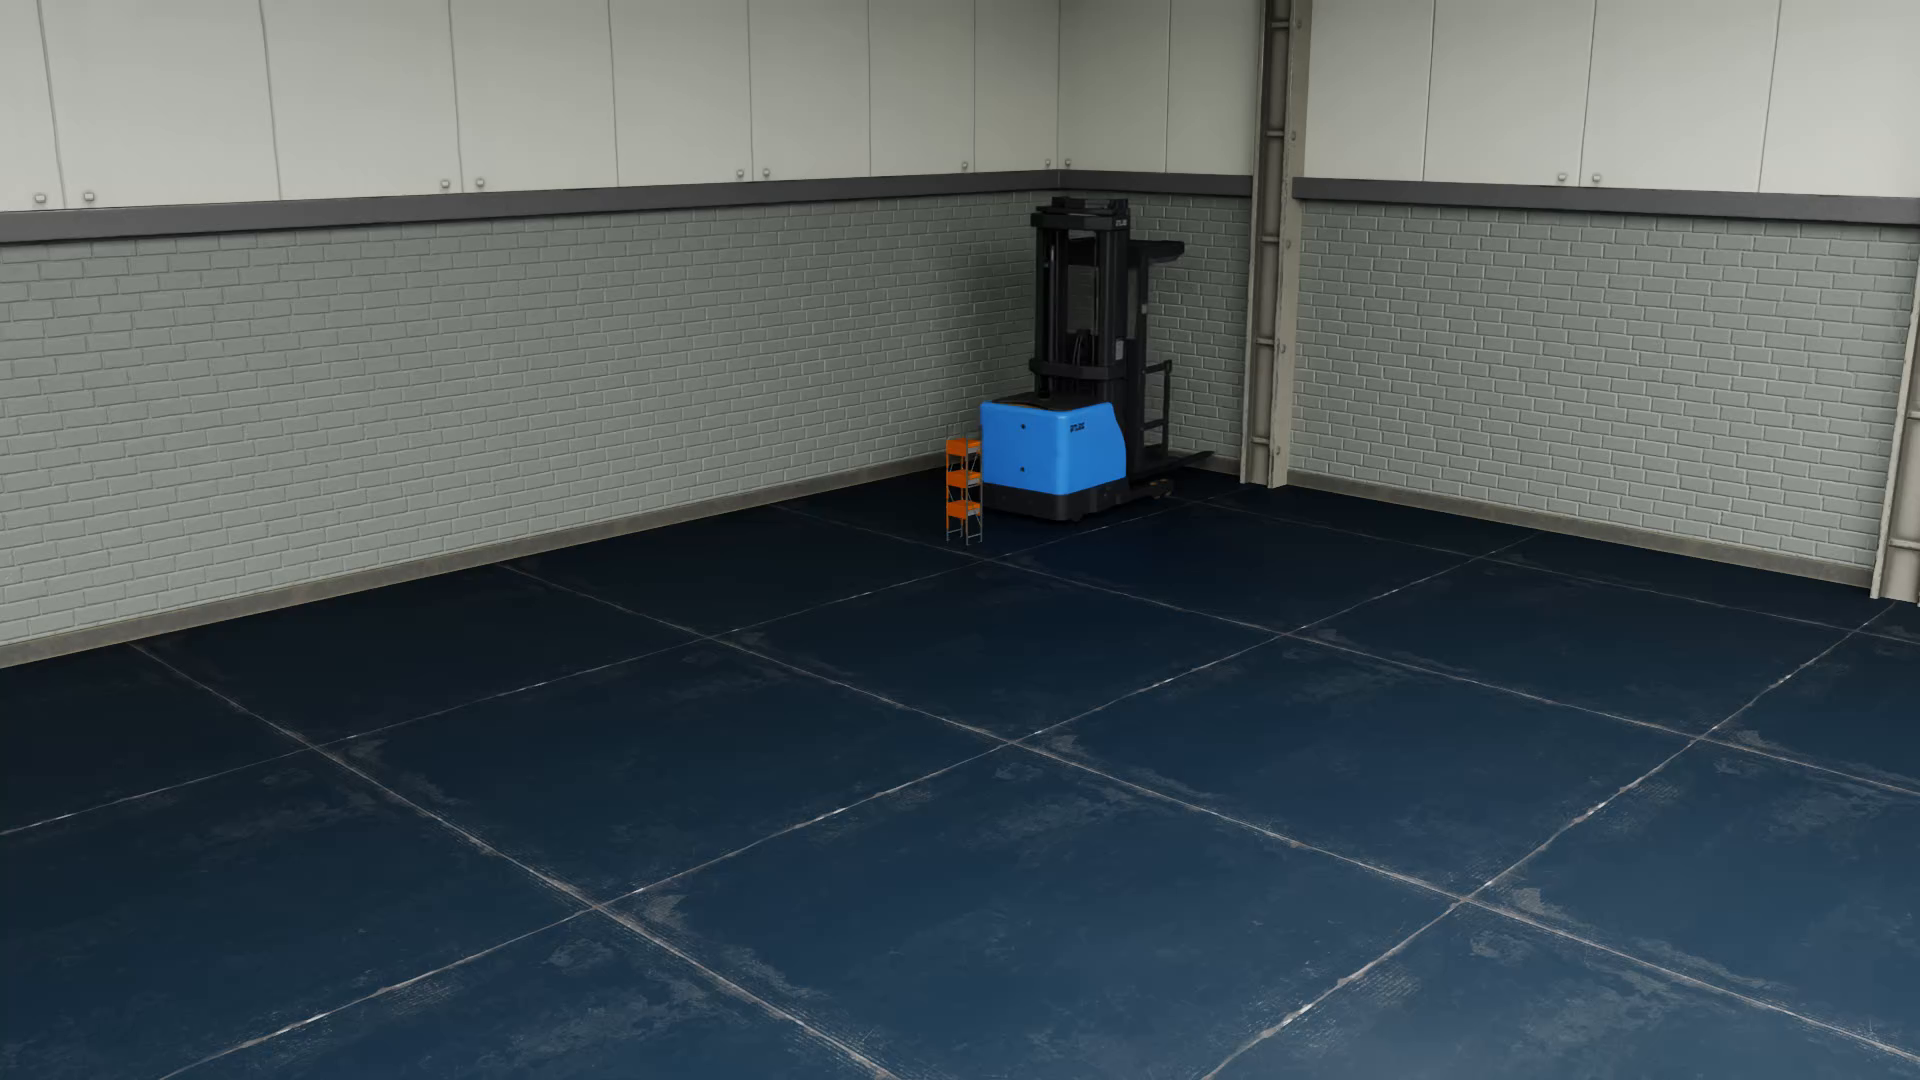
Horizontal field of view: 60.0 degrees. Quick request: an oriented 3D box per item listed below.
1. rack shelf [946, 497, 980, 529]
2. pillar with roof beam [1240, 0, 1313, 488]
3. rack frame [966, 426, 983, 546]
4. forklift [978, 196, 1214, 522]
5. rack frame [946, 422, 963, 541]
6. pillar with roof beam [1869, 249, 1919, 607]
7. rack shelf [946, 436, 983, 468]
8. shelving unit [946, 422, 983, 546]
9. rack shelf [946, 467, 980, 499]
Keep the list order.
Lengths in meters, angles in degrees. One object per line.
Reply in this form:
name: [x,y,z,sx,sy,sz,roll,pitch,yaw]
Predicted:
rack shelf: [0.039,-0.219,14.837,0.240,0.259,0.215,14,20,42]
pillar with roof beam: [0.152,-4.161,13.056,0.400,9.000,9.100,14,20,42]
rack frame: [0.126,-0.477,14.682,0.008,1.050,0.200,14,20,42]
forklift: [1.488,-1.895,16.391,1.130,2.935,3.031,12,19,38]
rack frame: [-0.049,-0.520,14.846,0.008,1.050,0.200,14,20,42]
pillar with roof beam: [4.472,-3.111,9.026,0.400,9.000,9.100,14,20,42]
rack shelf: [0.038,-0.763,14.695,0.240,0.259,0.215,14,20,42]
shelving unit: [0.039,-0.499,14.764,0.252,1.050,0.215,14,20,42]
rack shelf: [0.039,-0.488,14.766,0.240,0.259,0.215,14,20,42]
